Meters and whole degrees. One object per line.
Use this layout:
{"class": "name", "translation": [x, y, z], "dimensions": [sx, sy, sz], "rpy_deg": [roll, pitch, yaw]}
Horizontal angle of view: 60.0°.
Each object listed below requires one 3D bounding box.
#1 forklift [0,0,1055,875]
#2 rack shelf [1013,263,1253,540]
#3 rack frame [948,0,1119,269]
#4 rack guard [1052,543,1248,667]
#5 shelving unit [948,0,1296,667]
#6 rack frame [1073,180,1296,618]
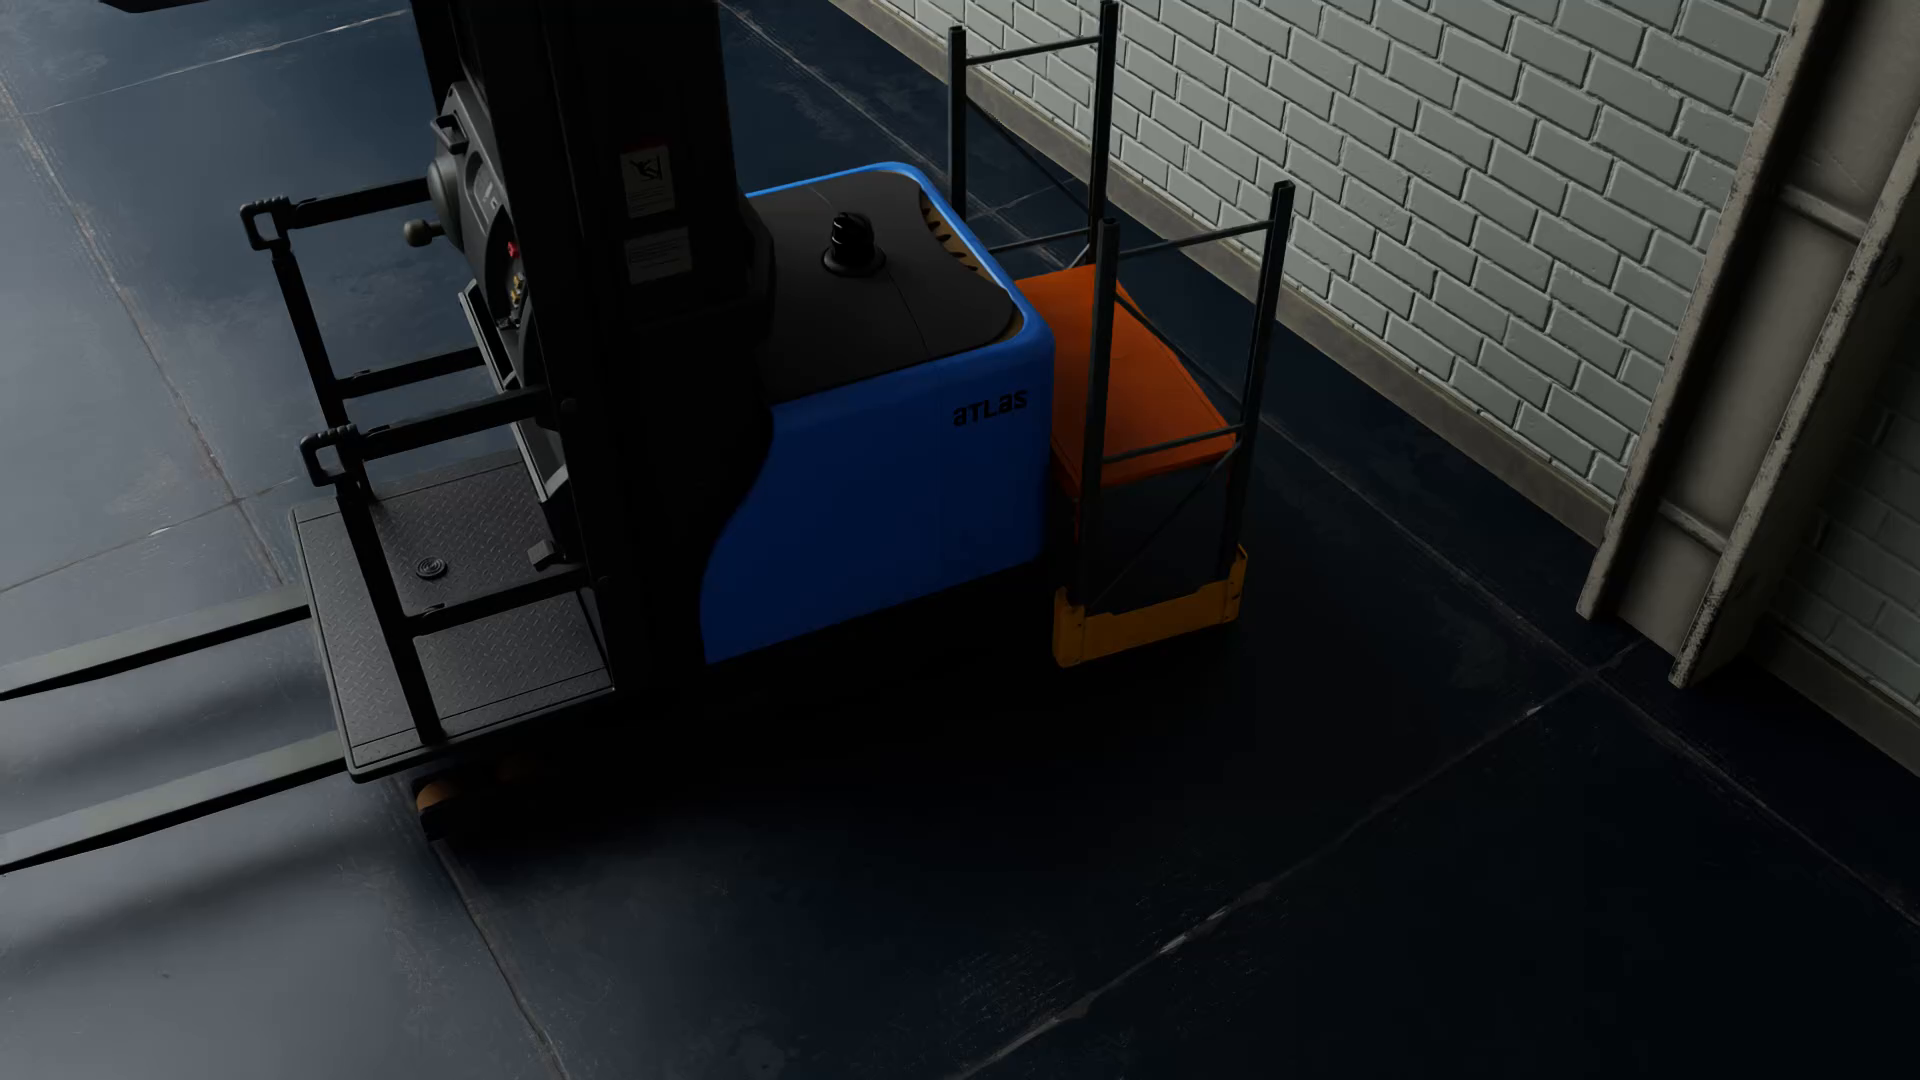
{"class": "forklift", "translation": [-1.300, -0.691, 3.851], "dimensions": [3.031, 2.935, 1.130], "rpy_deg": [-17, 46, -17]}
{"class": "rack shelf", "translation": [0.383, -0.450, 4.895], "dimensions": [0.538, 0.185, 1.000], "rpy_deg": [-14, 46, -15]}
{"class": "rack frame", "translation": [0.205, -0.909, 5.116], "dimensions": [0.500, 1.500, 0.032], "rpy_deg": [-14, 46, -15]}
{"class": "rack guard", "translation": [0.554, 0.189, 4.871], "dimensions": [0.587, 0.250, 0.087], "rpy_deg": [-14, 46, -15]}
{"class": "shelving unit", "translation": [0.380, -0.586, 4.777], "dimensions": [0.587, 1.500, 1.083], "rpy_deg": [-14, 46, -15]}
{"class": "rack frame", "translation": [0.561, -0.251, 4.427], "dimensions": [0.500, 1.500, 0.032], "rpy_deg": [-14, 46, -15]}
